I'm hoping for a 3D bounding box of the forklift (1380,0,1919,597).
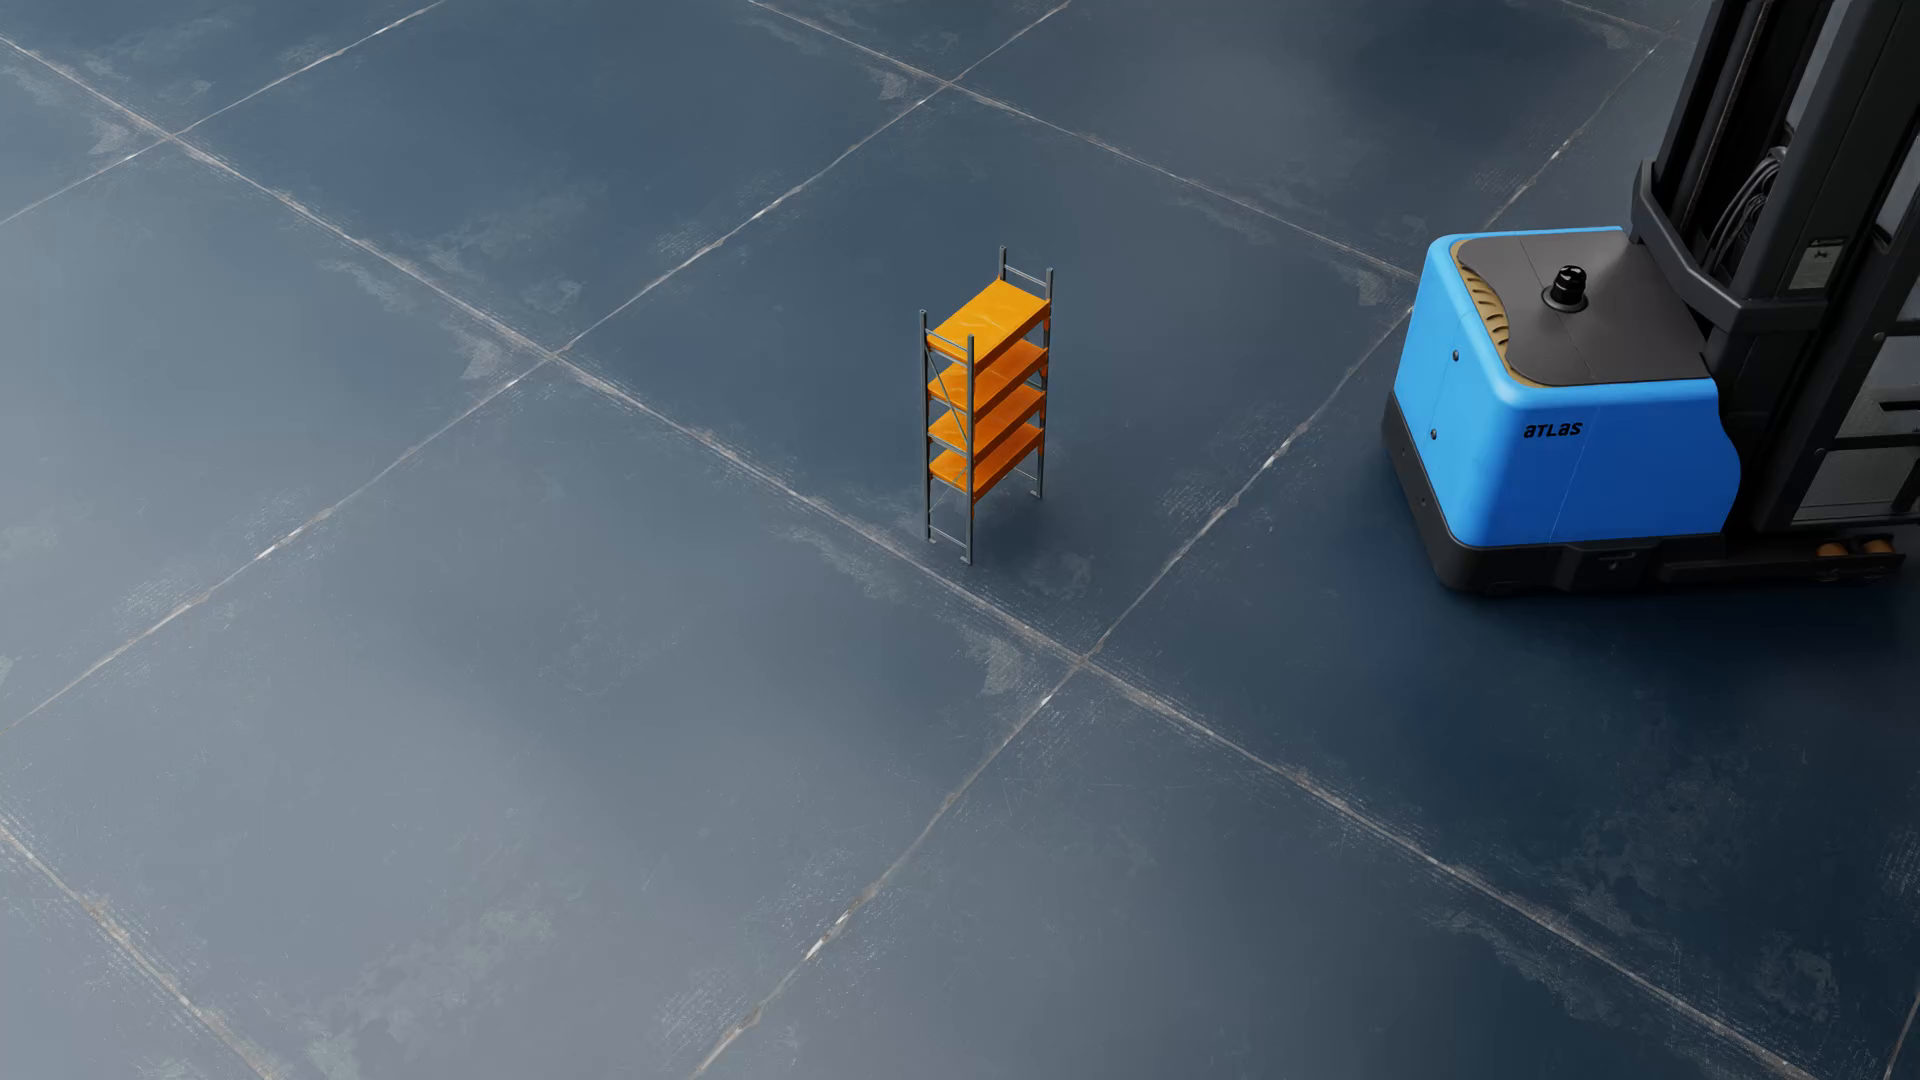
[{"bbox_3d":[3.385,-1.224,6.057,3.031,2.935,1.130,-4,46,-3],"label":"forklift"}]

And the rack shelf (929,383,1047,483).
[{"bbox_3d":[0.101,-0.463,6.620,0.258,0.148,0.480,29,53,25],"label":"rack shelf"}]

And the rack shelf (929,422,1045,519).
[{"bbox_3d":[0.101,-0.326,6.764,0.258,0.148,0.480,29,53,25],"label":"rack shelf"}]

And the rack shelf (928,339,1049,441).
[{"bbox_3d":[0.101,-0.617,6.458,0.258,0.148,0.480,29,53,25],"label":"rack shelf"}]

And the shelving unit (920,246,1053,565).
[{"bbox_3d":[0.101,-0.509,6.571,0.258,1.200,0.503,29,53,25],"label":"shelving unit"}]

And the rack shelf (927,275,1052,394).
[{"bbox_3d":[0.101,-0.781,6.287,0.258,0.148,0.480,29,53,25],"label":"rack shelf"}]

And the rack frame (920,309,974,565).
[{"bbox_3d":[-0.048,-0.370,6.438,0.240,1.200,0.015,29,53,25],"label":"rack frame"}]

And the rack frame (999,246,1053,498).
[{"bbox_3d":[0.250,-0.649,6.705,0.240,1.200,0.015,29,53,25],"label":"rack frame"}]
